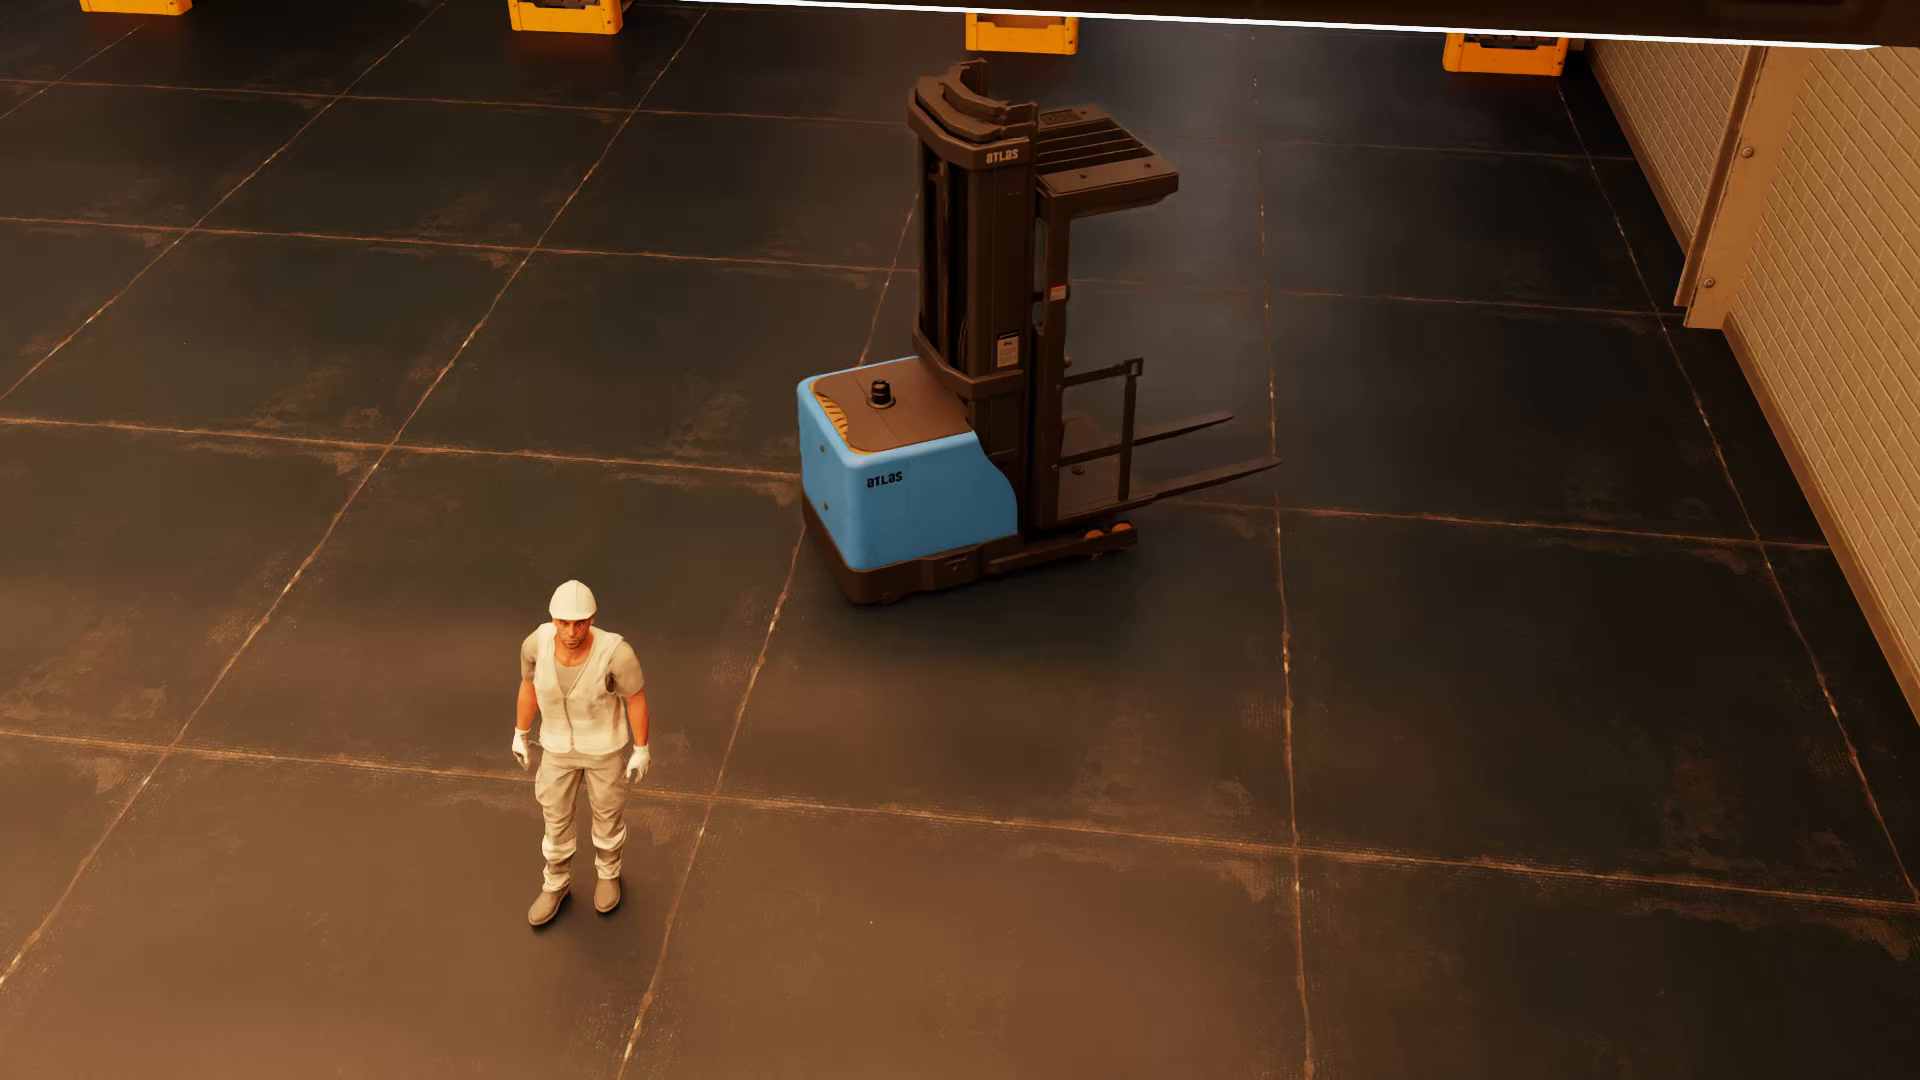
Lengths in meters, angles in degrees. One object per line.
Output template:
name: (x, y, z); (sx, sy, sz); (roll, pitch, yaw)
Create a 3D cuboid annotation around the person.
person: (-1.751, 0.996, 7.629); (0.638, 1.791, 0.561); (3, 37, 5)

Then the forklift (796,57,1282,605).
forklift: (0.570, -1.352, 9.864); (3.031, 2.935, 1.130); (-14, 39, -18)
